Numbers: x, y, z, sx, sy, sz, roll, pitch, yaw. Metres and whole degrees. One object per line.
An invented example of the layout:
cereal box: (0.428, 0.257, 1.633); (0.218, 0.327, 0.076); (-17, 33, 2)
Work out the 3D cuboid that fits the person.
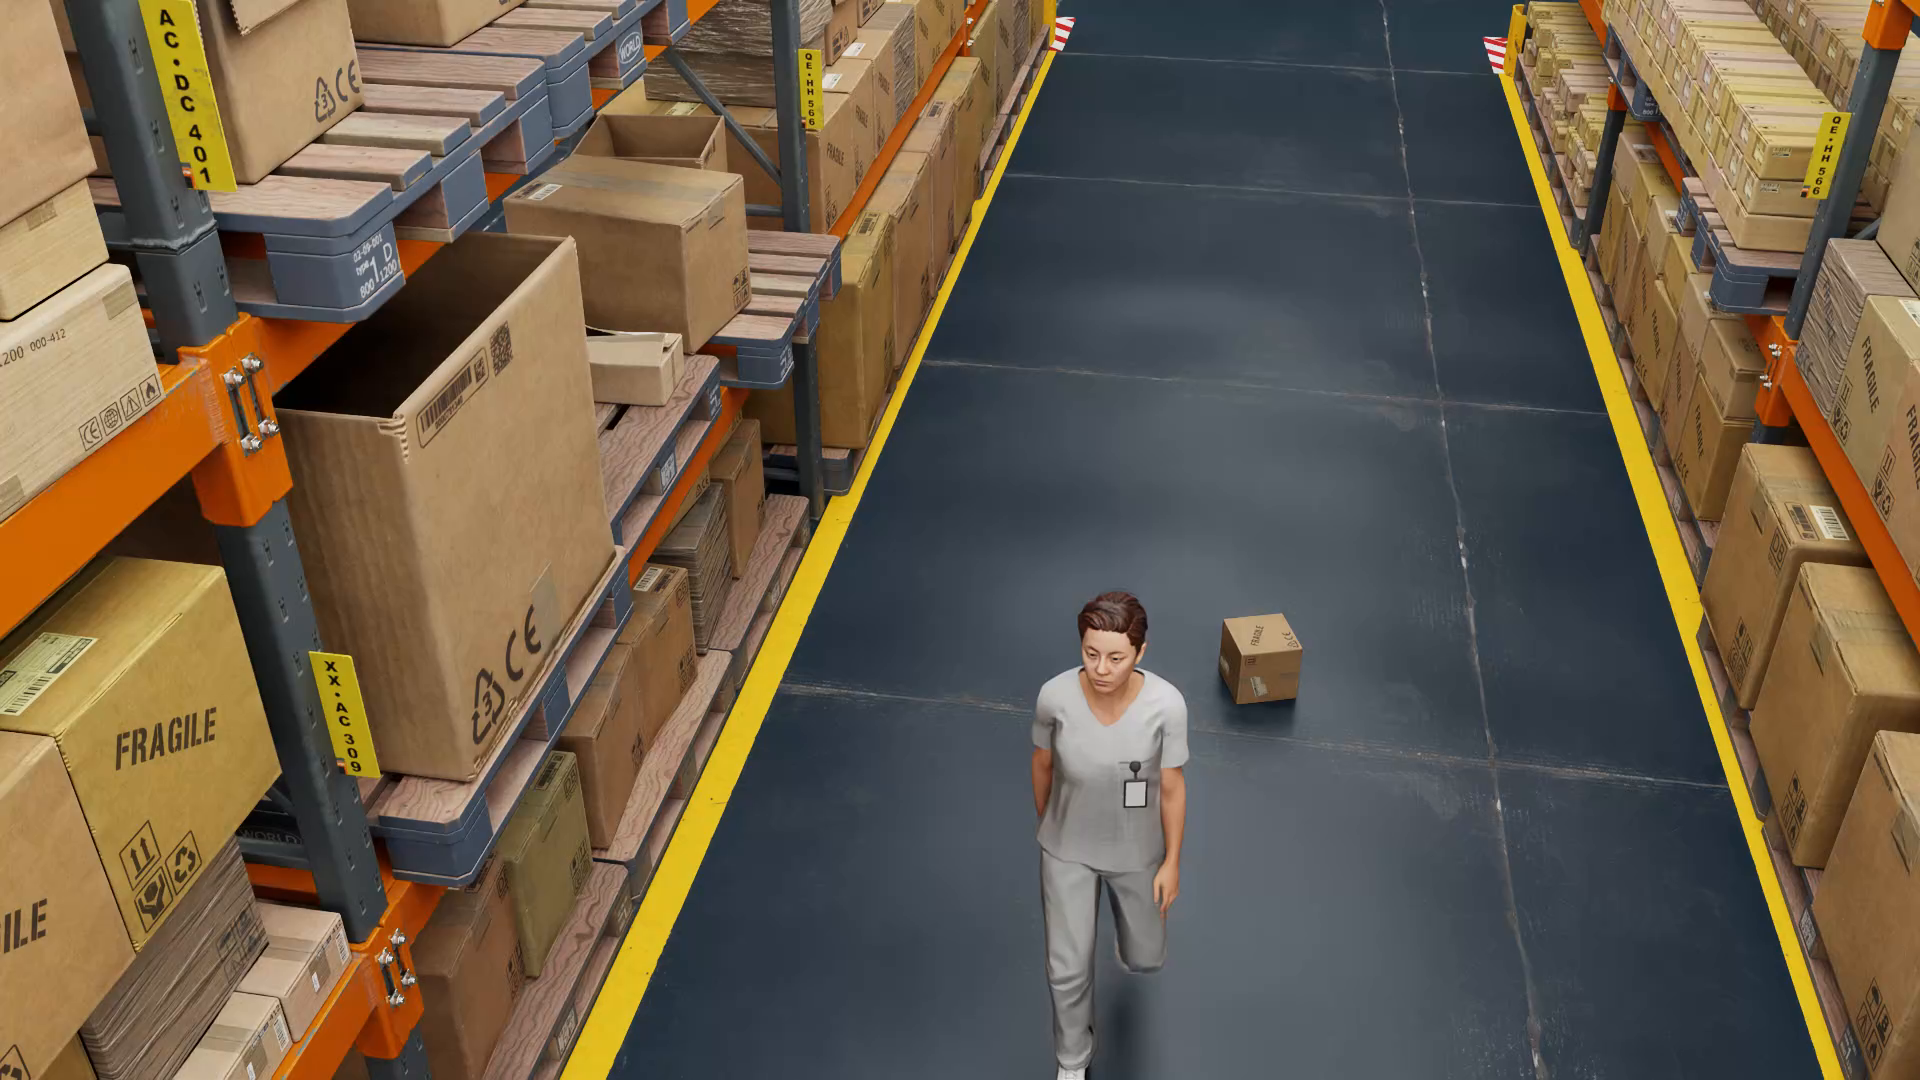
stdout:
person: (0.415, 0.839, 4.790); (0.447, 1.644, 0.742); (4, 33, 6)
